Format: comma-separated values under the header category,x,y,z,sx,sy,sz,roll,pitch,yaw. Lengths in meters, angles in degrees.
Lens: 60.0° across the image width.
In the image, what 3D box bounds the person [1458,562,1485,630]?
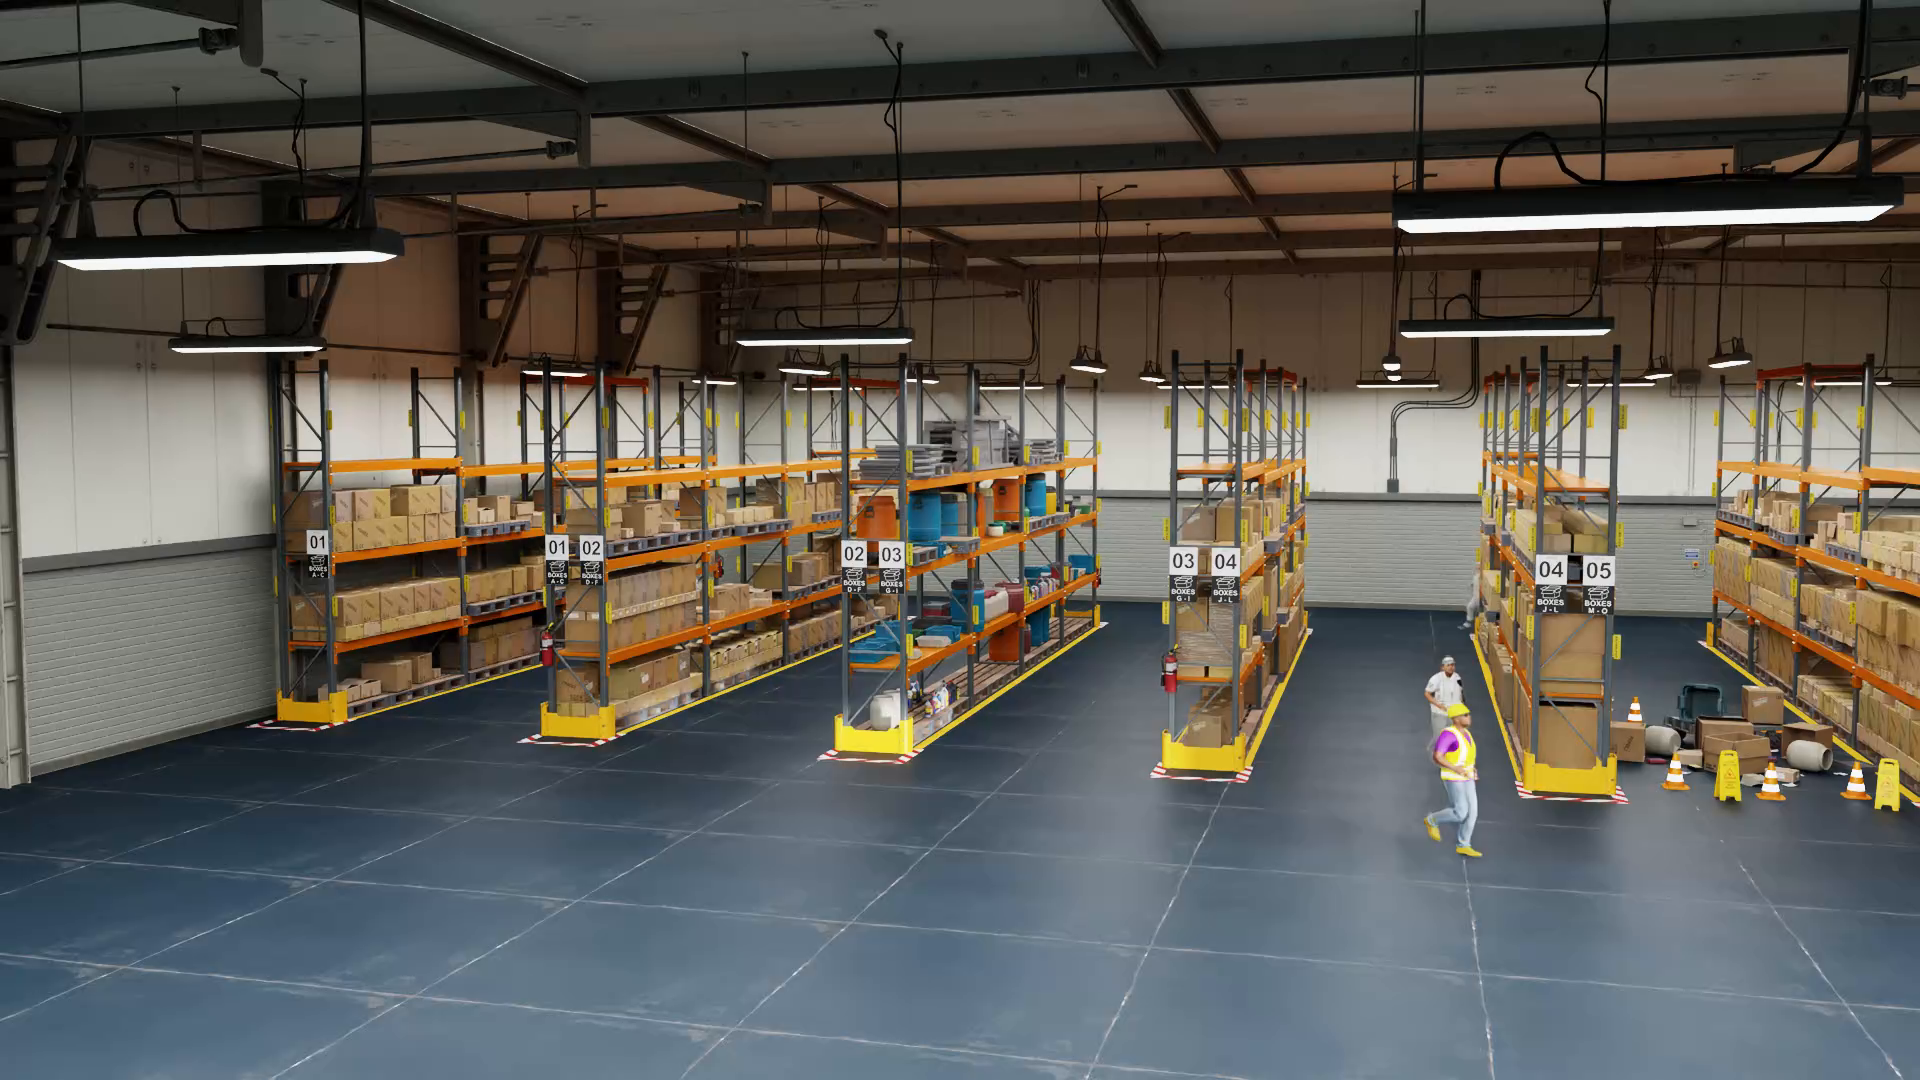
category,x,y,z,sx,sy,sz,roll,pitch,yaw
person,12.256,1.291,39.303,0.898,1.732,0.796,1,4,14

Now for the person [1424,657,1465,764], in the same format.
category,x,y,z,sx,sy,sz,roll,pitch,yaw
person,6.918,2.485,23.704,0.611,1.665,0.816,0,4,-1

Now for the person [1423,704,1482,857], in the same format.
category,x,y,z,sx,sy,sz,roll,pitch,yaw
person,5.712,2.759,19.238,0.723,1.752,0.692,4,6,45
